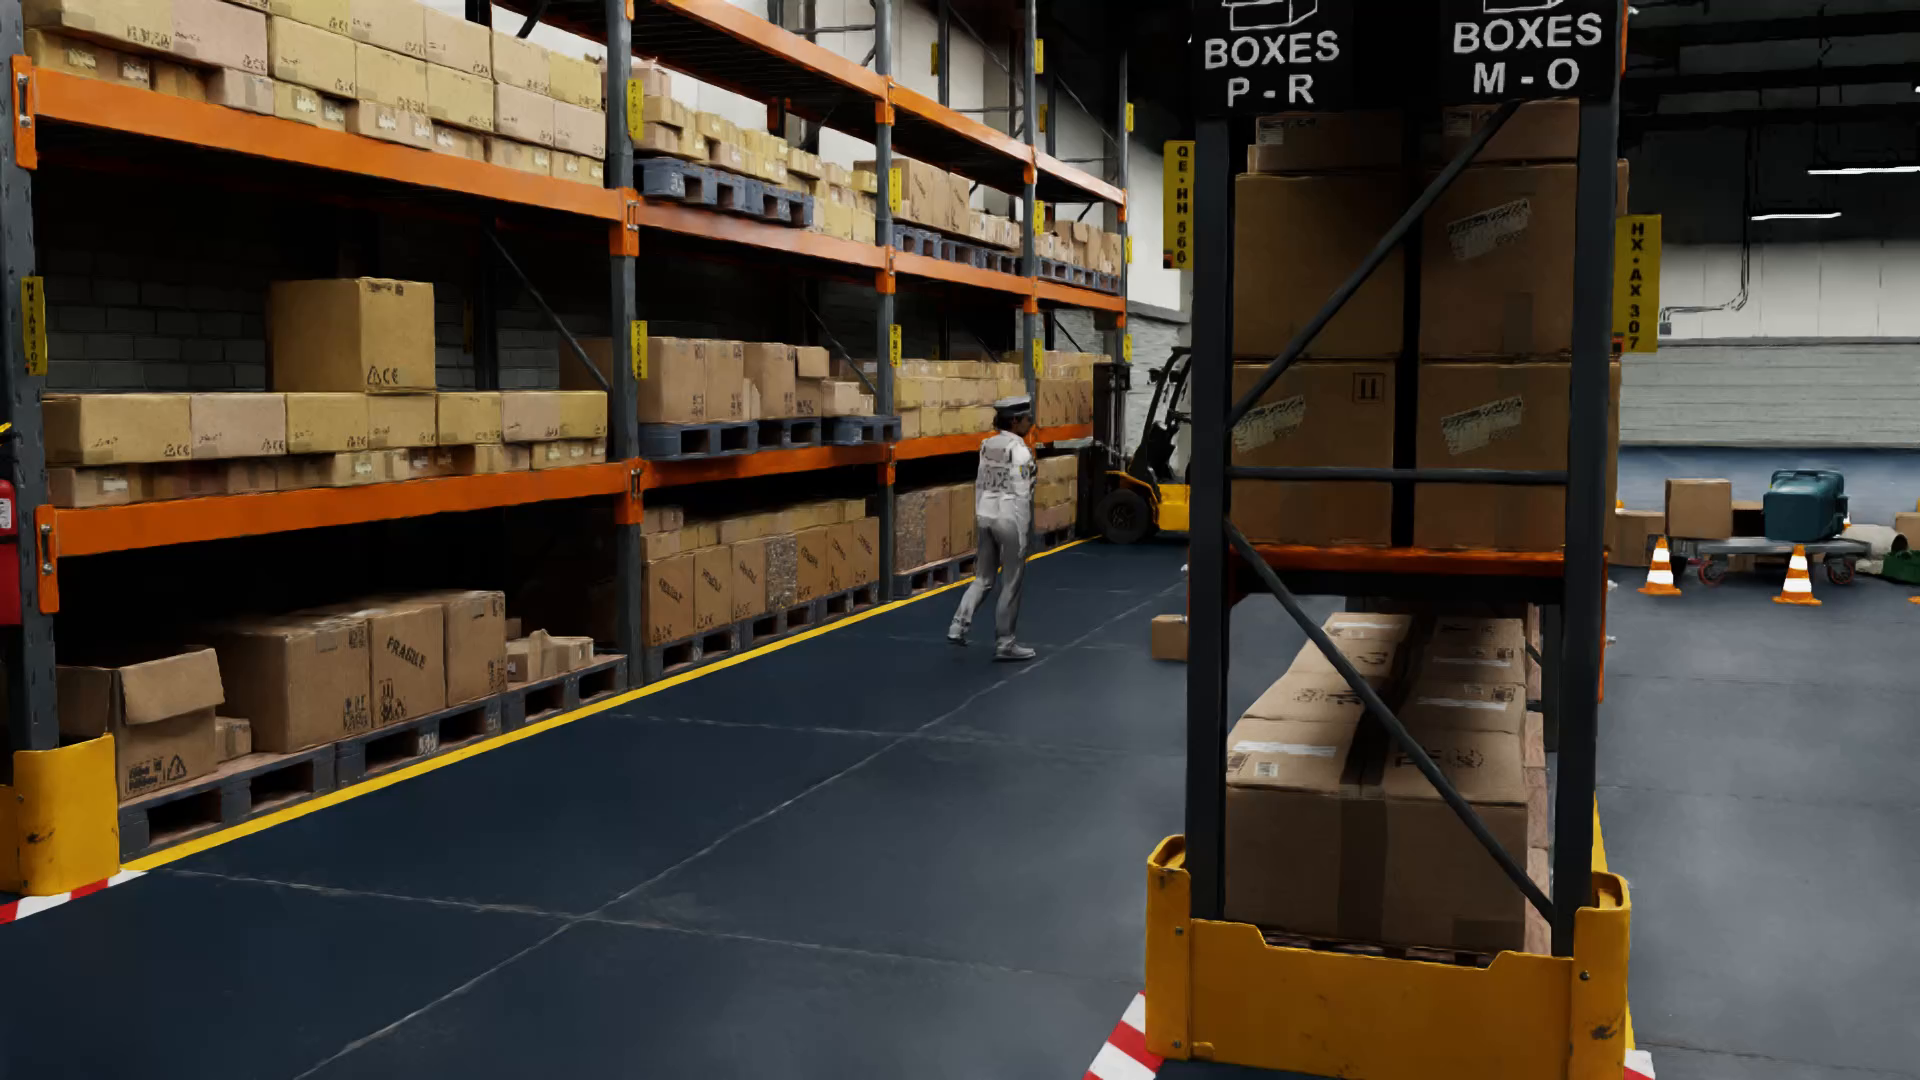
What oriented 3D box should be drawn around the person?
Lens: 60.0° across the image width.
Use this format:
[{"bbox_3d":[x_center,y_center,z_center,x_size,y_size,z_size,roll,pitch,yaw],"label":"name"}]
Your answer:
[{"bbox_3d":[0.207,-0.072,10.440,0.585,1.670,0.510,-4,7,-39],"label":"person"}]
